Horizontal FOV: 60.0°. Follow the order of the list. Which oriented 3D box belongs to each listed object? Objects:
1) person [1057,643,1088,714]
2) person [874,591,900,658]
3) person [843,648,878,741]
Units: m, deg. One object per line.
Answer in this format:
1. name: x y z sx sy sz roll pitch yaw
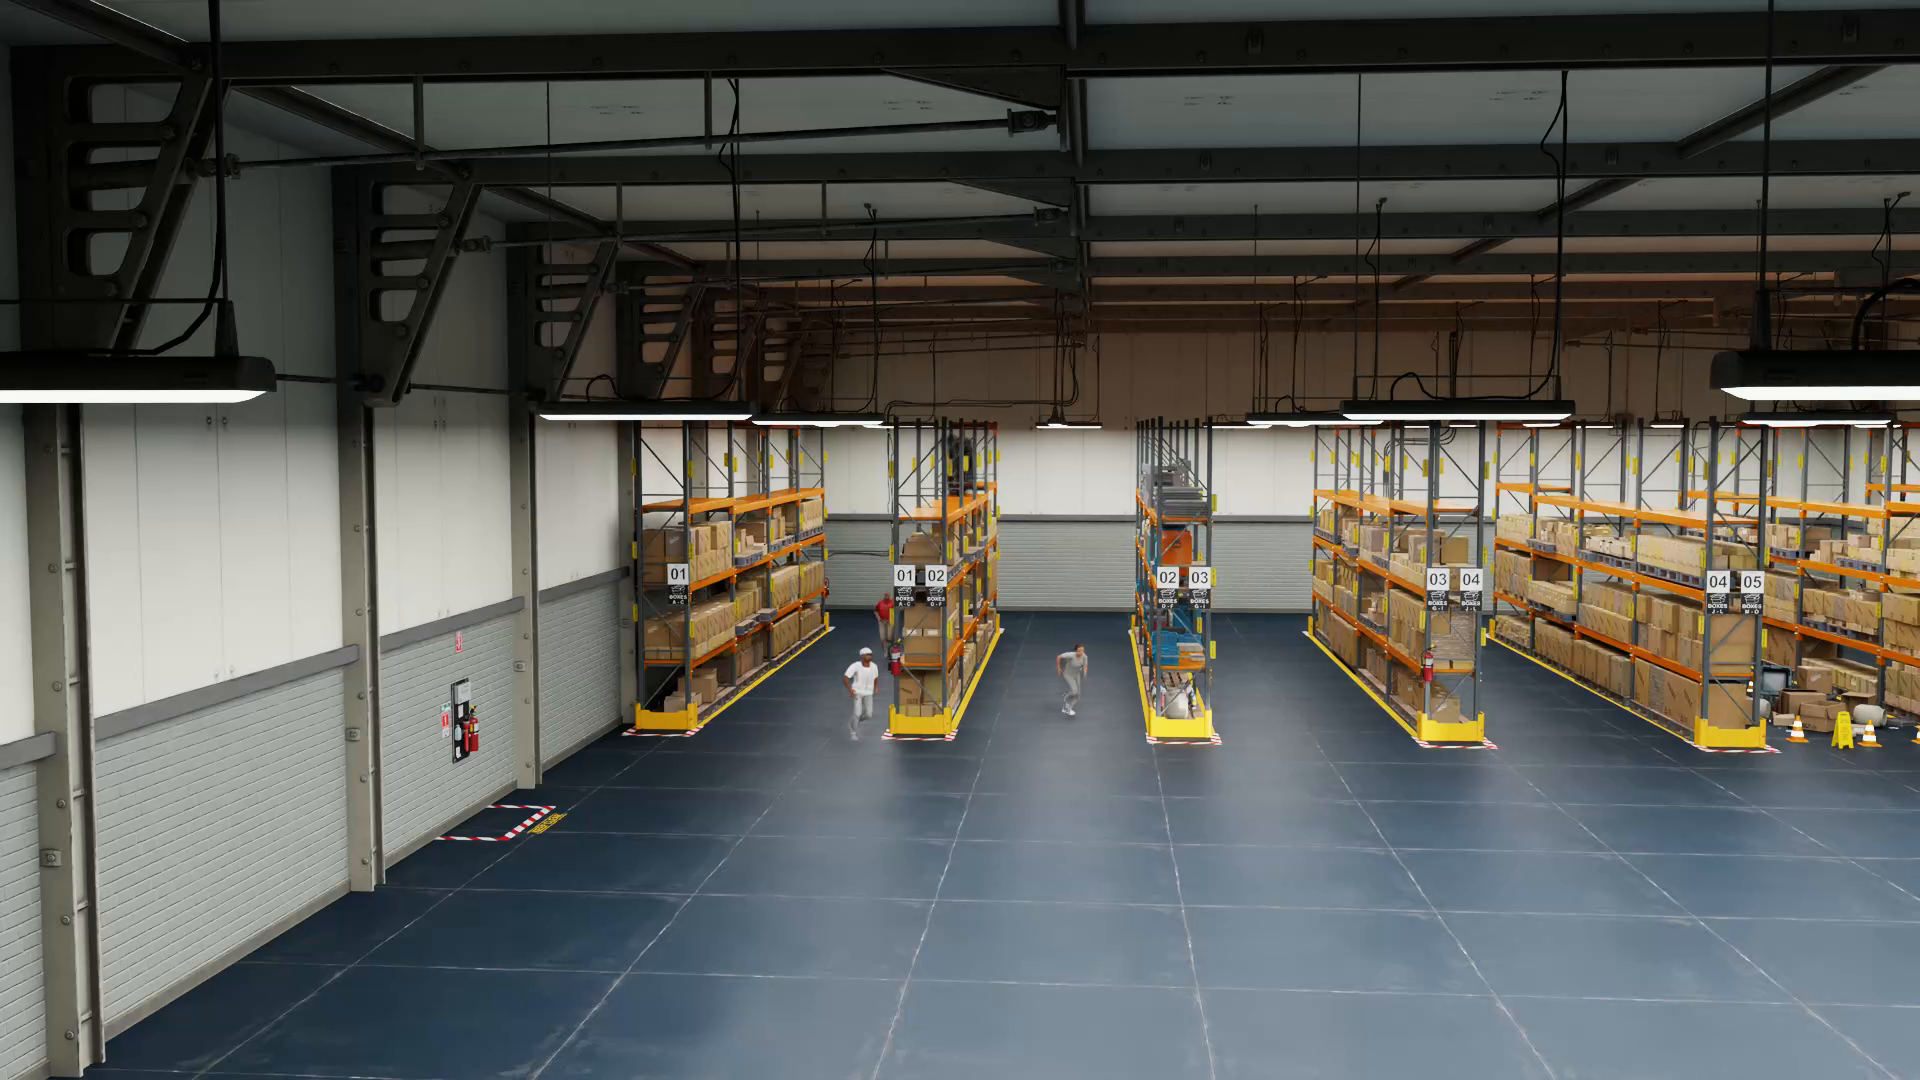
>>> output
1. person: 2.253 2.793 33.405 0.591 1.503 0.820 -2 4 -23
2. person: -1.857 2.139 42.209 0.665 1.688 0.578 0 4 7
3. person: -1.822 2.856 31.003 0.751 1.705 0.549 -2 4 -28
